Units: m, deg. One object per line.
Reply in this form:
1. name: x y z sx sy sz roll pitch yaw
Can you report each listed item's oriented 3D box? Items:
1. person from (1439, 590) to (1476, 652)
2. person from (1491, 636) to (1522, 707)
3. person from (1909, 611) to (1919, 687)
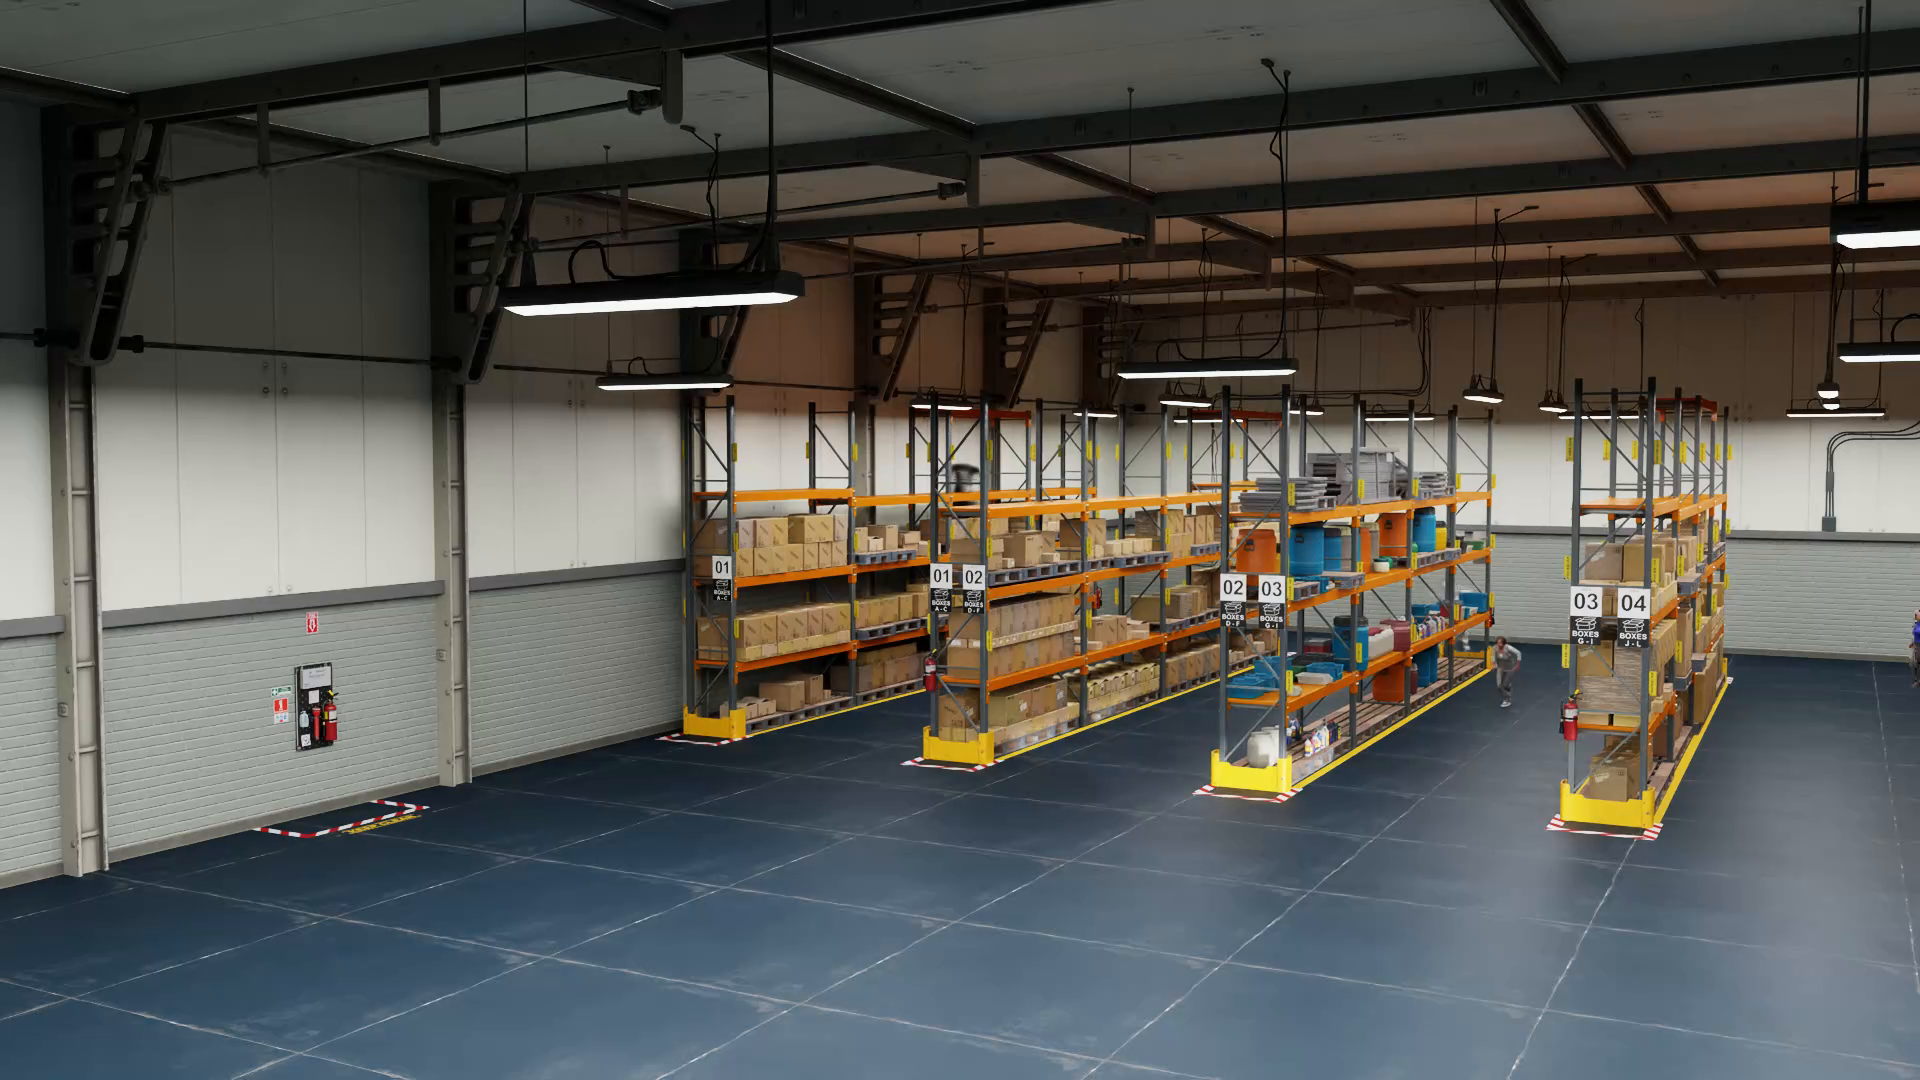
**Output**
1. person: 12.405 2.000 41.241 0.657 1.571 1.143 -2 3 -30
2. person: 10.725 2.576 32.627 0.562 1.431 0.783 2 4 34
3. person: 20.611 2.333 35.476 0.625 1.653 0.567 0 3 -5
